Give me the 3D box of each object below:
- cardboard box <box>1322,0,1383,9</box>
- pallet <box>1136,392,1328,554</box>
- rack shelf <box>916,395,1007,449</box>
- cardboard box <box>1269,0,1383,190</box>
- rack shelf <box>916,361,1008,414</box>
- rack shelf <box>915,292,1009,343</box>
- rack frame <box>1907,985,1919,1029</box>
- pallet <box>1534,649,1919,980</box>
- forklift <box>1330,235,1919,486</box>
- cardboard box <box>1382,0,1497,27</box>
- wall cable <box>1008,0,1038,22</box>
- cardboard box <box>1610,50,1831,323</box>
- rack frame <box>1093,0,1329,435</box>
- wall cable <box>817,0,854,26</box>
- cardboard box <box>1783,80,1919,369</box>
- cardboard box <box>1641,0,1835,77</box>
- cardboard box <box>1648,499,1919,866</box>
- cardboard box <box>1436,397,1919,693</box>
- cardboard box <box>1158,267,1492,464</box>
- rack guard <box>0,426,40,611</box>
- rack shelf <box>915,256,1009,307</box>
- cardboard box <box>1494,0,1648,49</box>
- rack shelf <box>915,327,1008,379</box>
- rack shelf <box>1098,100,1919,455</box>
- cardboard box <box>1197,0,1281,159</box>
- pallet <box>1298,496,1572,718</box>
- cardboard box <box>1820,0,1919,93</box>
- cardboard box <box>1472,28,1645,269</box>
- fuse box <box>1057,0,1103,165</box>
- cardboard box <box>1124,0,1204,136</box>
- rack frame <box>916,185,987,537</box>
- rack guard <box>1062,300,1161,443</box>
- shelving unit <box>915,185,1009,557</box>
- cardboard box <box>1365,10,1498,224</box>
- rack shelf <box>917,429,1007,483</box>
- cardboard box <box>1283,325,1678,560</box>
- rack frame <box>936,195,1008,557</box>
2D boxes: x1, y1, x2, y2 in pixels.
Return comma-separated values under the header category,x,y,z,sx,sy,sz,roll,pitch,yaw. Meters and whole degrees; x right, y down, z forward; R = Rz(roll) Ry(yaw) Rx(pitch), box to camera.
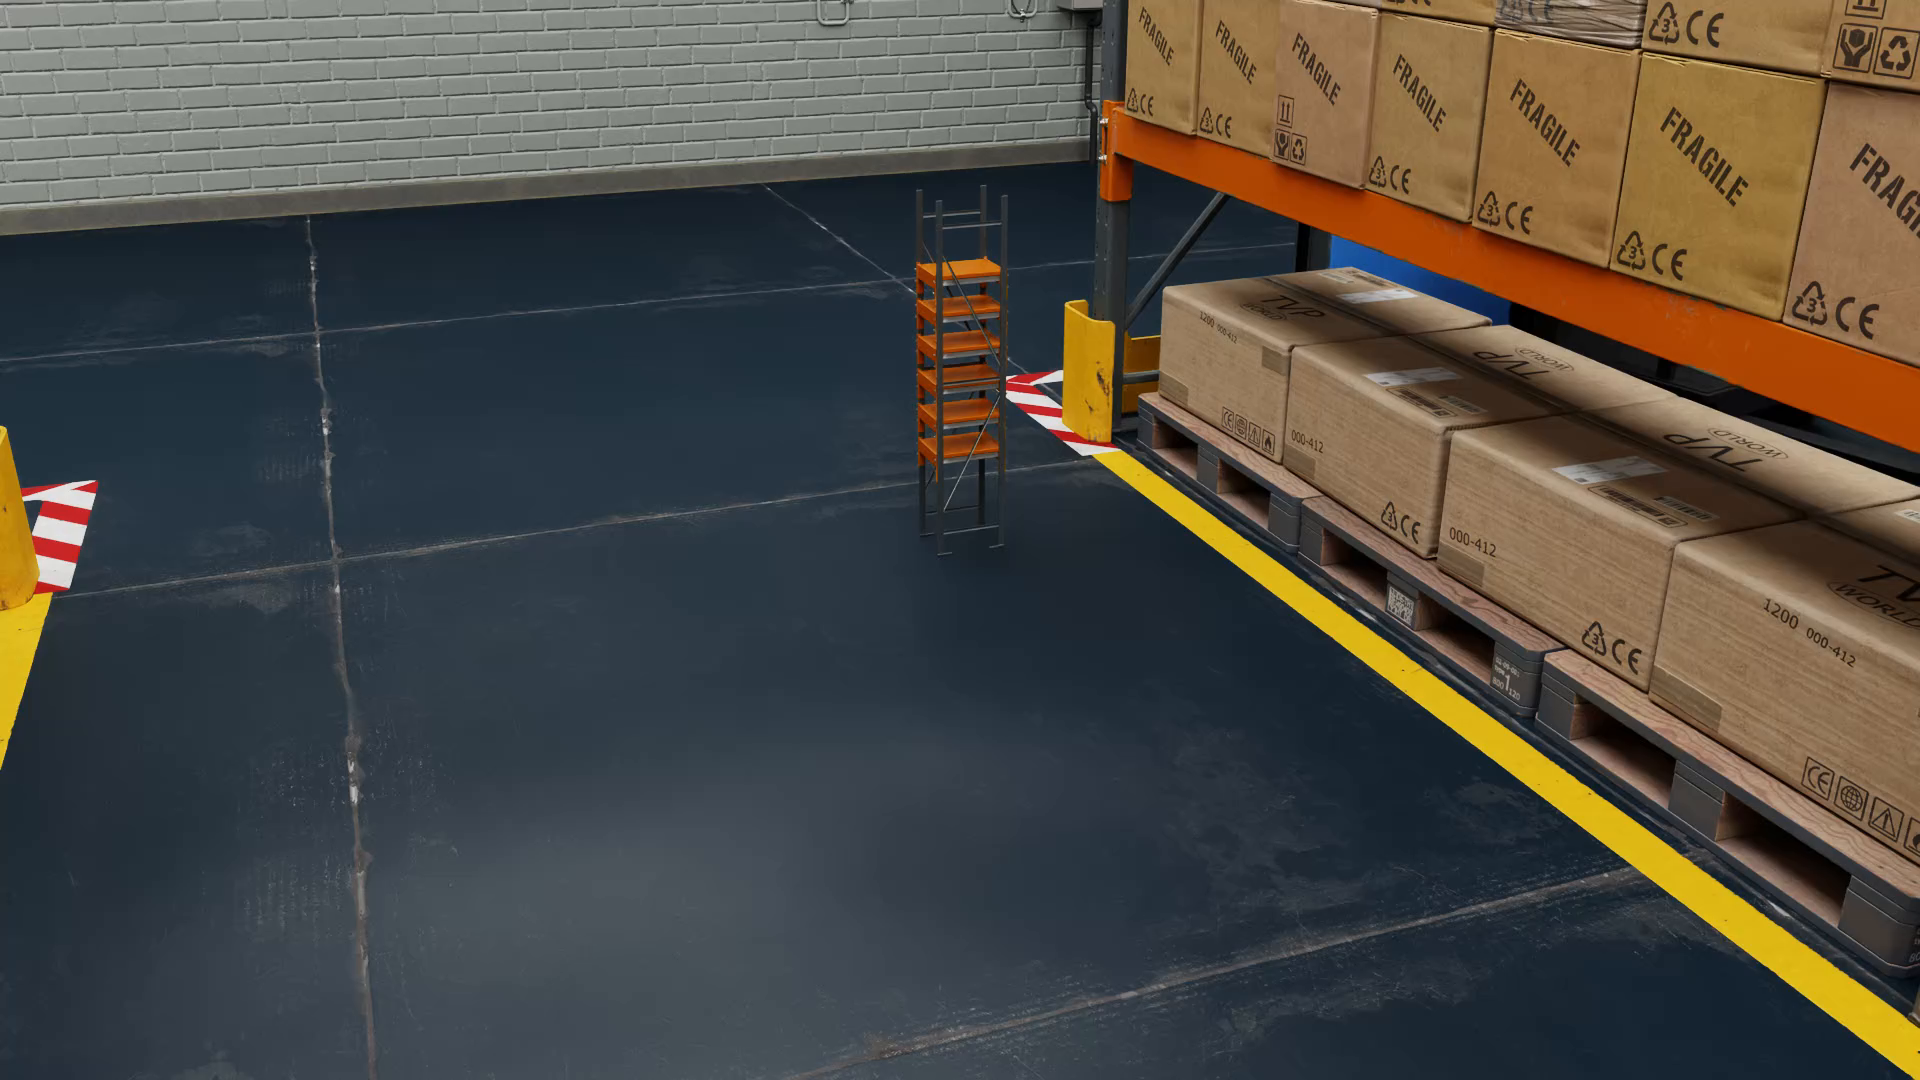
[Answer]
category,x,y,z,sx,sy,sz,roll,pitch,yaw
cardboard box,1.302,-1.817,4.783,0.500,0.500,0.500,-9,24,-19
pallet,1.377,-0.332,6.266,1.003,0.211,1.213,-8,24,-19
rack shelf,0.005,-0.396,5.568,0.258,0.103,0.180,-8,24,-19
cardboard box,1.290,-1.362,4.990,0.500,0.500,0.500,-8,24,-19
rack shelf,0.005,-0.507,5.522,0.258,0.103,0.180,-8,24,-19
rack shelf,0.005,-0.728,5.429,0.258,0.103,0.180,-8,24,-19
rack frame,2.434,-0.443,2.939,1.000,3.000,0.127,-8,24,-19
pallet,2.239,0.555,4.162,1.003,0.211,1.213,-8,24,-19
forklift,2.911,-1.818,6.291,1.130,2.935,3.031,-15,27,-31
cardboard box,1.480,-1.636,4.354,0.500,0.500,0.500,-8,24,-19
wall cable,0.330,-4.609,11.516,0.588,1.984,0.122,-8,24,-19
cardboard box,1.844,-0.809,3.678,0.500,0.500,0.500,-9,24,-20
rack frame,1.021,-1.897,6.388,1.000,3.000,0.127,-8,24,-19
wall cable,-0.993,-4.425,11.038,0.585,1.953,0.123,-8,24,-19
cardboard box,2.031,-0.623,3.237,0.500,0.500,0.500,-8,24,-19
cardboard box,1.838,-1.269,3.483,0.500,0.500,0.500,-9,24,-20
cardboard box,2.313,0.301,3.932,0.875,0.438,0.875,-9,24,-20
cardboard box,1.996,-0.024,4.703,0.875,0.438,0.875,-9,25,-21
cardboard box,1.348,-0.683,6.267,0.875,0.438,0.875,-9,25,-21
rack guard,-3.547,-0.001,5.109,1.175,0.500,0.348,-8,24,-19
rack shelf,0.005,-0.838,5.382,0.258,0.103,0.180,-8,24,-19
cardboard box,1.649,-1.453,3.919,0.500,0.500,0.500,-8,24,-18
rack shelf,0.005,-0.617,5.475,0.258,0.103,0.180,-8,24,-19
rack shelf,1.728,-0.838,4.803,1.077,0.370,4.000,-8,24,-19
cardboard box,1.127,-1.549,5.434,0.500,0.500,0.500,-9,24,-20
pallet,1.804,0.111,5.216,1.003,0.211,1.213,-8,24,-19
cardboard box,2.009,-1.084,3.043,0.500,0.500,0.500,-9,24,-19
cardboard box,1.653,-0.990,4.107,0.500,0.500,0.500,-9,24,-20
fuse box,1.024,-3.584,12.050,0.539,1.711,0.414,-8,24,-19
cardboard box,0.922,-1.729,5.861,0.500,0.500,0.500,-9,24,-19
rack frame,-0.027,-0.581,5.583,0.240,1.200,0.006,-8,24,-19
rack guard,1.013,-0.753,6.894,1.175,0.500,0.348,-8,24,-19
shelving unit,0.005,-0.548,5.504,0.258,1.200,0.189,-8,24,-19
cardboard box,1.482,-1.182,4.563,0.500,0.500,0.500,-8,24,-17
rack shelf,0.005,-0.286,5.615,0.258,0.103,0.180,-8,24,-19
cardboard box,1.679,-0.352,5.481,0.875,0.438,0.875,-8,24,-18
rack frame,0.037,-0.514,5.426,0.240,1.200,0.006,-8,24,-19
